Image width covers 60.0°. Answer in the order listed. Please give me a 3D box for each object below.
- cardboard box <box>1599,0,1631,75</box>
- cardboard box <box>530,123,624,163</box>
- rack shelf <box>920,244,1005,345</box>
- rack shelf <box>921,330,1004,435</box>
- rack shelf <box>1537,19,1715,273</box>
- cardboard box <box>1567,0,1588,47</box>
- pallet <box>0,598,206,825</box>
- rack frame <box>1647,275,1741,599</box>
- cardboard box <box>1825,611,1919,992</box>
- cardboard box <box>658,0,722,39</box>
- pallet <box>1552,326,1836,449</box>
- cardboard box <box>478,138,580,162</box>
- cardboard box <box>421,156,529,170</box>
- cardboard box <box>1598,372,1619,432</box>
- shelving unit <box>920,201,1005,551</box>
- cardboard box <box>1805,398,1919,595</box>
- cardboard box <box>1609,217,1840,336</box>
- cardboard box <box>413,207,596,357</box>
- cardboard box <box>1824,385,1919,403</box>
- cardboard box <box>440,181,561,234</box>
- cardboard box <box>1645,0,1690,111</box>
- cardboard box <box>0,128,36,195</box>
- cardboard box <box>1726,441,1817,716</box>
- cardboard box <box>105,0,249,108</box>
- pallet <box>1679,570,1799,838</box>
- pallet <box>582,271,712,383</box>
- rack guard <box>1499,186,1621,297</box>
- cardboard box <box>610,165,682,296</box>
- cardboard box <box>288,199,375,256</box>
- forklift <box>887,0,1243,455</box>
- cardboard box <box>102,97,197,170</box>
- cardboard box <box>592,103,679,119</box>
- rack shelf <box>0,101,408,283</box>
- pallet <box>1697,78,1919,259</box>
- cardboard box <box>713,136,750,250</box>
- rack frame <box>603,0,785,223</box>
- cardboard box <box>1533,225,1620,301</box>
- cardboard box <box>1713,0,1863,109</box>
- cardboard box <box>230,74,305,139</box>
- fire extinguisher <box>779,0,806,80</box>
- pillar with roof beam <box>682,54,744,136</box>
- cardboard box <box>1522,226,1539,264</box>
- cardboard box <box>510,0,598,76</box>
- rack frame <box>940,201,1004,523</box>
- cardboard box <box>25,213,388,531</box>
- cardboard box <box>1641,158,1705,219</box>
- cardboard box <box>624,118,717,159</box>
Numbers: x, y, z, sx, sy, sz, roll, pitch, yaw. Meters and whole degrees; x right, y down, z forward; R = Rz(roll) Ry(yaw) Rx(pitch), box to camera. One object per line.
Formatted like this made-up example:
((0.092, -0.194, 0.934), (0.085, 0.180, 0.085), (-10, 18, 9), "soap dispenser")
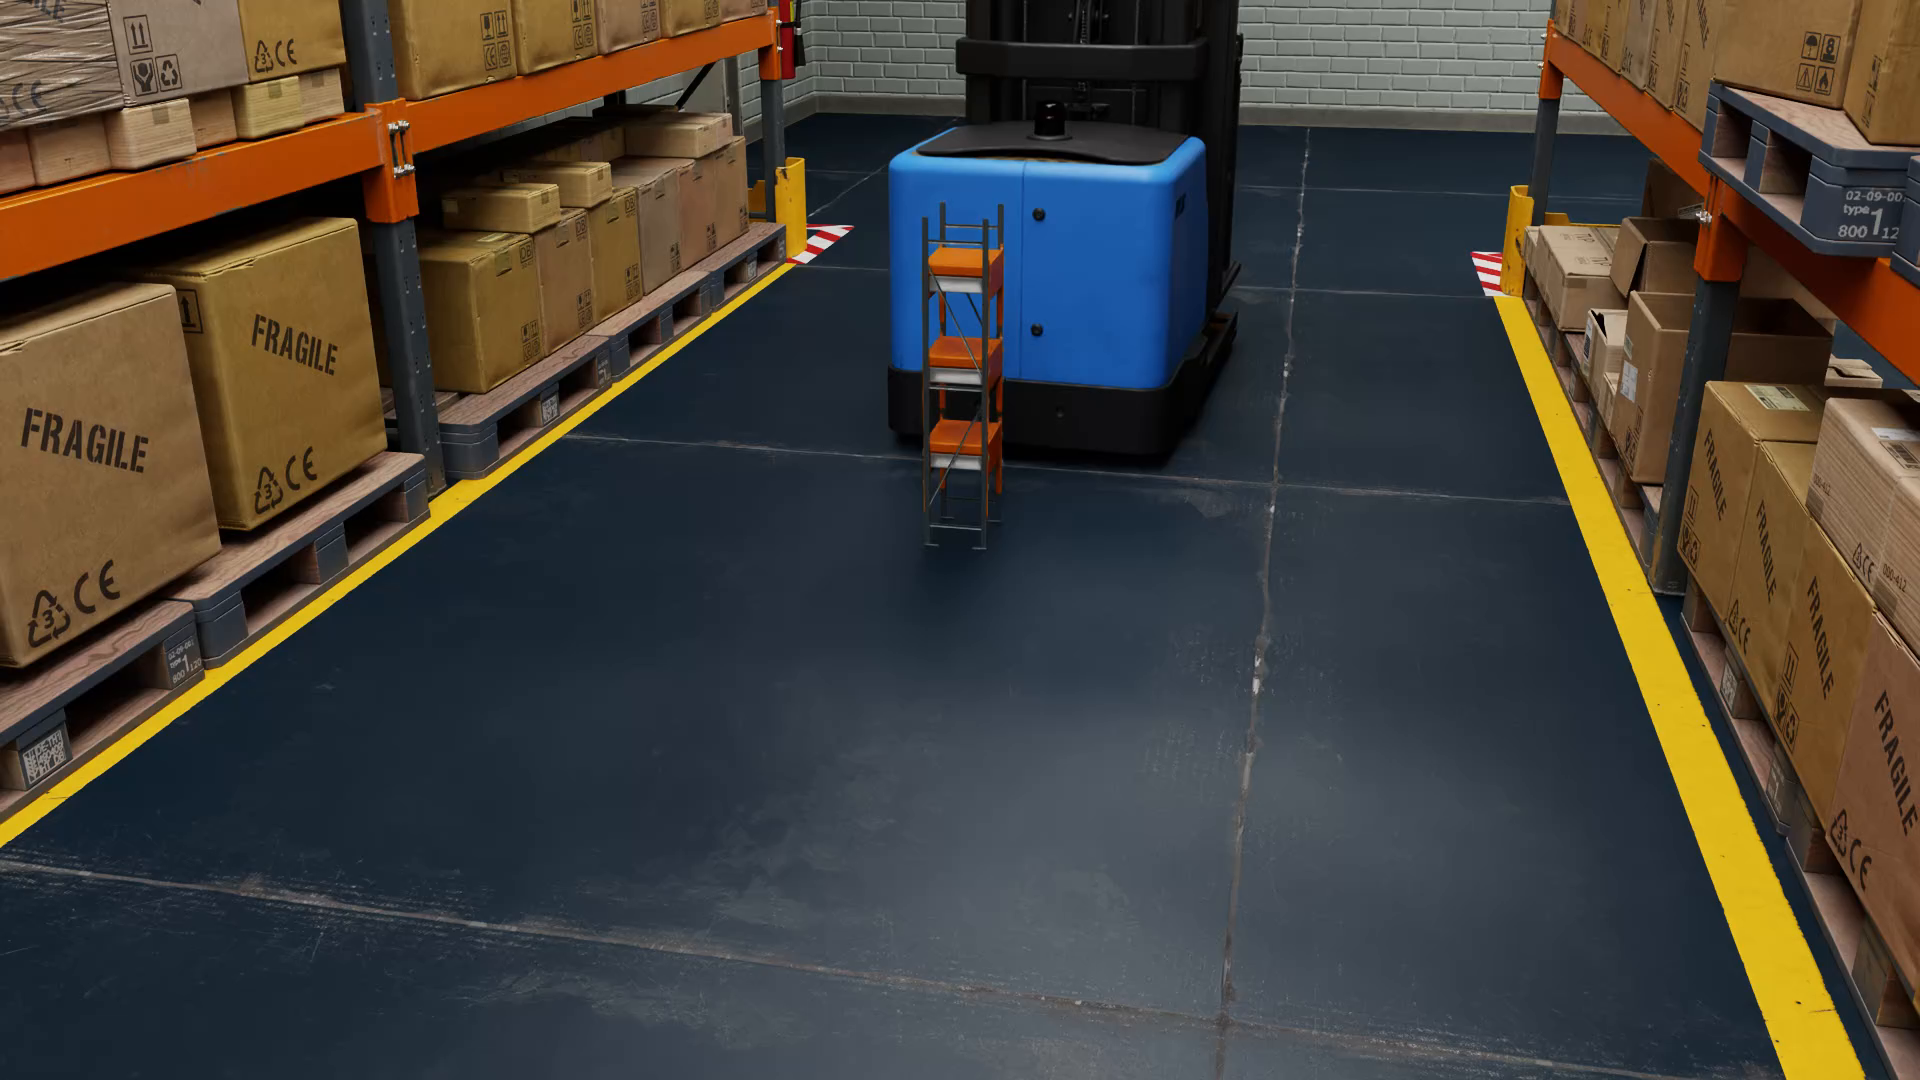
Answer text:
((2.721, -2.020, 6.221), (0.500, 0.500, 0.500), (5, 22, 12), "cardboard box")
((-1.841, -1.904, 7.982), (0.380, 0.149, 0.250), (5, 22, 11), "cardboard box")
((0.011, -0.760, 5.104), (0.215, 0.259, 0.240), (4, 22, 11), "rack shelf")
((0.011, -0.497, 5.210), (0.215, 0.259, 0.240), (4, 22, 11), "rack shelf")
((2.970, -1.606, 6.289), (1.077, 0.370, 4.000), (4, 22, 11), "rack shelf")
((2.930, -2.386, 7.129), (0.500, 0.500, 0.500), (4, 22, 10), "cardboard box")
((-2.618, 0.445, 3.967), (1.003, 0.211, 1.213), (4, 22, 11), "pallet")
((2.562, -1.208, 4.338), (1.000, 3.000, 0.127), (4, 22, 11), "rack frame")
((1.914, 0.469, 2.932), (0.500, 0.500, 0.500), (4, 22, 9), "cardboard box")
((-1.704, -2.732, 7.721), (0.980, 0.700, 0.700), (4, 22, 10), "cardboard box")
((2.950, -0.613, 6.594), (1.003, 0.211, 1.213), (4, 22, 11), "pallet")
((-1.944, -1.717, 7.517), (0.380, 0.149, 0.250), (5, 22, 11), "cardboard box")
((-2.048, -1.530, 7.053), (0.380, 0.149, 0.250), (5, 22, 11), "cardboard box")
((2.419, -0.462, 5.712), (0.380, 0.149, 0.250), (4, 22, 11), "cardboard box")
((0.011, -0.507, 5.206), (0.215, 1.050, 0.252), (4, 22, 11), "shelving unit")
((2.021, -0.077, 3.282), (0.500, 0.250, 0.500), (5, 22, 11), "cardboard box")
((2.941, -0.942, 6.429), (0.797, 0.503, 0.637), (4, 22, 11), "cardboard box")
((-1.929, -1.069, 6.776), (0.700, 0.500, 0.500), (4, 22, 10), "cardboard box")
((2.860, -0.302, 5.099), (0.500, 0.311, 0.500), (4, 22, 11), "cardboard box")
((-1.786, -1.298, 6.476), (0.380, 0.149, 0.250), (5, 23, 13), "cardboard box")
((2.517, -1.646, 5.290), (0.500, 0.500, 0.500), (5, 22, 12), "cardboard box")
((-2.382, -0.871, 3.810), (0.380, 0.149, 0.250), (4, 22, 9), "cardboard box")
((2.127, 0.102, 3.843), (0.500, 0.500, 0.500), (5, 22, 12), "cardboard box")
((-2.230, -1.403, 4.262), (0.500, 0.500, 0.500), (5, 22, 11), "cardboard box")
((2.433, 0.386, 4.113), (1.003, 0.211, 1.213), (4, 22, 11), "pallet")
((-1.809, -1.011, 7.580), (1.003, 0.211, 1.213), (4, 22, 11), "pallet")
((3.363, -1.484, 8.369), (1.175, 0.500, 0.348), (4, 22, 11), "rack guard")
((-1.721, -1.452, 7.728), (0.700, 0.500, 0.500), (4, 22, 9), "cardboard box")
((-2.259, -1.148, 6.105), (0.380, 0.149, 0.250), (4, 22, 11), "cardboard box")
((0.627, -2.183, 6.850), (1.130, 2.935, 3.031), (6, 23, 15), "forklift")
((-2.201, -1.045, 4.244), (0.380, 0.149, 0.250), (4, 22, 11), "cardboard box")
((-1.687, -2.181, 8.669), (0.380, 0.149, 0.250), (5, 22, 11), "cardboard box")
((-2.696, -0.519, 3.591), (1.077, 0.370, 4.000), (4, 22, 11), "rack shelf")
((2.292, -0.835, 3.669), (1.003, 0.211, 1.213), (4, 22, 11), "pallet")
((-1.517, -1.819, 8.639), (0.700, 0.500, 0.500), (4, 22, 11), "cardboard box")
((-1.472, -3.047, 8.905), (1.000, 3.000, 0.127), (4, 22, 11), "rack frame")
((2.888, -1.240, 7.508), (0.500, 0.250, 0.500), (4, 22, 11), "cardboard box")
((2.247, -1.293, 3.853), (0.700, 0.500, 0.500), (-3, 22, -7), "cardboard box")
((-2.108, -1.238, 4.721), (0.380, 0.149, 0.250), (5, 22, 12), "cardboard box")
((-0.989, -2.858, 9.039), (0.296, 0.674, 0.183), (4, 22, 11), "fire extinguisher")
((2.447, -6.555, 9.585), (9.100, 9.000, 0.400), (4, 22, 11), "pillar with roof beam")
((2.957, -1.426, 8.106), (0.380, 0.149, 0.250), (4, 22, 11), "cardboard box")
((-2.007, -2.187, 6.368), (0.980, 0.700, 0.700), (4, 22, 10), "cardboard box")
((0.036, -0.551, 5.317), (0.200, 1.050, 0.008), (4, 22, 11), "rack frame")
((-2.293, -0.534, 4.981), (0.750, 0.750, 0.750), (5, 22, 12), "cardboard box")
((3.509, -1.498, 7.815), (0.500, 0.500, 0.500), (4, 22, 11), "cardboard box")
((-1.416, -1.965, 8.134), (0.380, 0.149, 0.250), (5, 22, 12), "cardboard box")
